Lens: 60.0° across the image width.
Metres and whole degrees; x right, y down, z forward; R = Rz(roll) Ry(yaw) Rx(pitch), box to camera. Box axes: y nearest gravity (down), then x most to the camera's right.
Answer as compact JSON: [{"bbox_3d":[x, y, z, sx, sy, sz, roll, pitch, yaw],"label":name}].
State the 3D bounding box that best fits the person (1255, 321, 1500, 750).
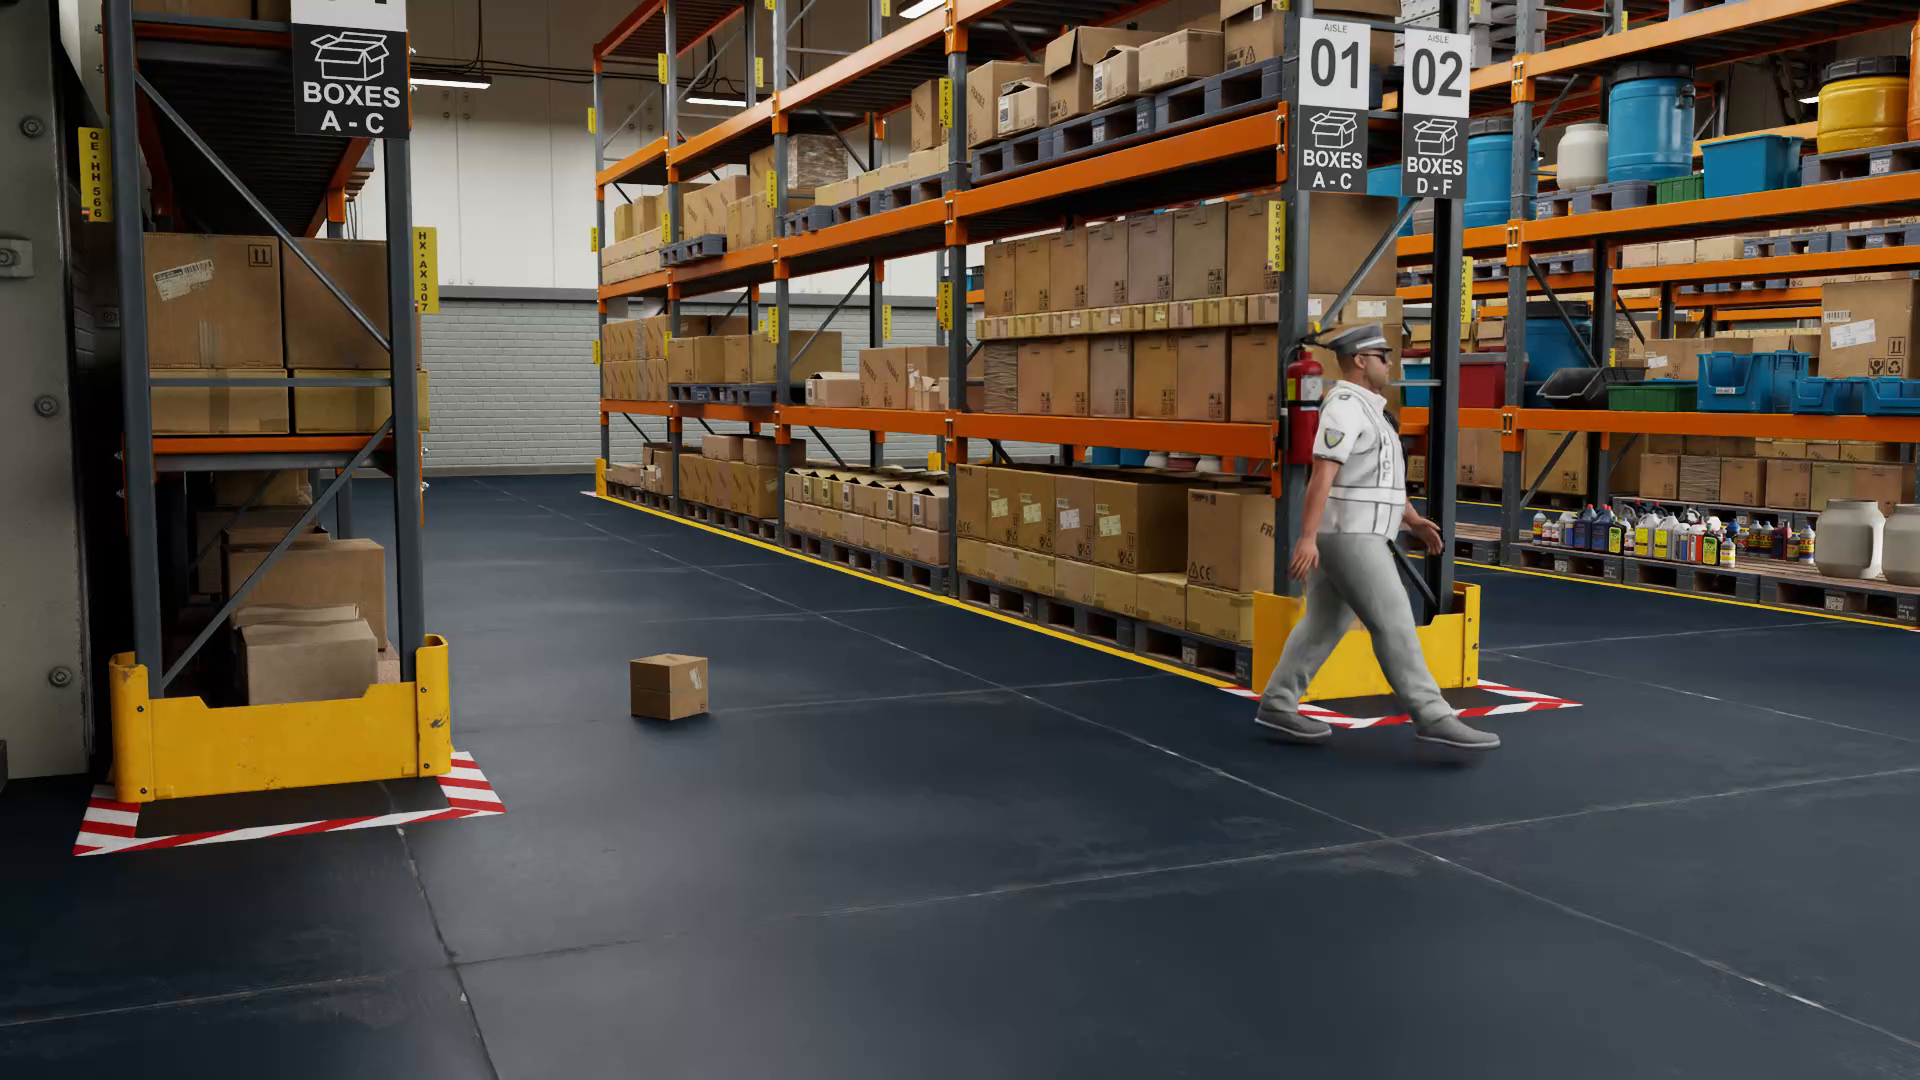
[{"bbox_3d":[1.706,-0.027,6.772,0.988,1.723,0.625,2,6,18],"label":"person"}]
